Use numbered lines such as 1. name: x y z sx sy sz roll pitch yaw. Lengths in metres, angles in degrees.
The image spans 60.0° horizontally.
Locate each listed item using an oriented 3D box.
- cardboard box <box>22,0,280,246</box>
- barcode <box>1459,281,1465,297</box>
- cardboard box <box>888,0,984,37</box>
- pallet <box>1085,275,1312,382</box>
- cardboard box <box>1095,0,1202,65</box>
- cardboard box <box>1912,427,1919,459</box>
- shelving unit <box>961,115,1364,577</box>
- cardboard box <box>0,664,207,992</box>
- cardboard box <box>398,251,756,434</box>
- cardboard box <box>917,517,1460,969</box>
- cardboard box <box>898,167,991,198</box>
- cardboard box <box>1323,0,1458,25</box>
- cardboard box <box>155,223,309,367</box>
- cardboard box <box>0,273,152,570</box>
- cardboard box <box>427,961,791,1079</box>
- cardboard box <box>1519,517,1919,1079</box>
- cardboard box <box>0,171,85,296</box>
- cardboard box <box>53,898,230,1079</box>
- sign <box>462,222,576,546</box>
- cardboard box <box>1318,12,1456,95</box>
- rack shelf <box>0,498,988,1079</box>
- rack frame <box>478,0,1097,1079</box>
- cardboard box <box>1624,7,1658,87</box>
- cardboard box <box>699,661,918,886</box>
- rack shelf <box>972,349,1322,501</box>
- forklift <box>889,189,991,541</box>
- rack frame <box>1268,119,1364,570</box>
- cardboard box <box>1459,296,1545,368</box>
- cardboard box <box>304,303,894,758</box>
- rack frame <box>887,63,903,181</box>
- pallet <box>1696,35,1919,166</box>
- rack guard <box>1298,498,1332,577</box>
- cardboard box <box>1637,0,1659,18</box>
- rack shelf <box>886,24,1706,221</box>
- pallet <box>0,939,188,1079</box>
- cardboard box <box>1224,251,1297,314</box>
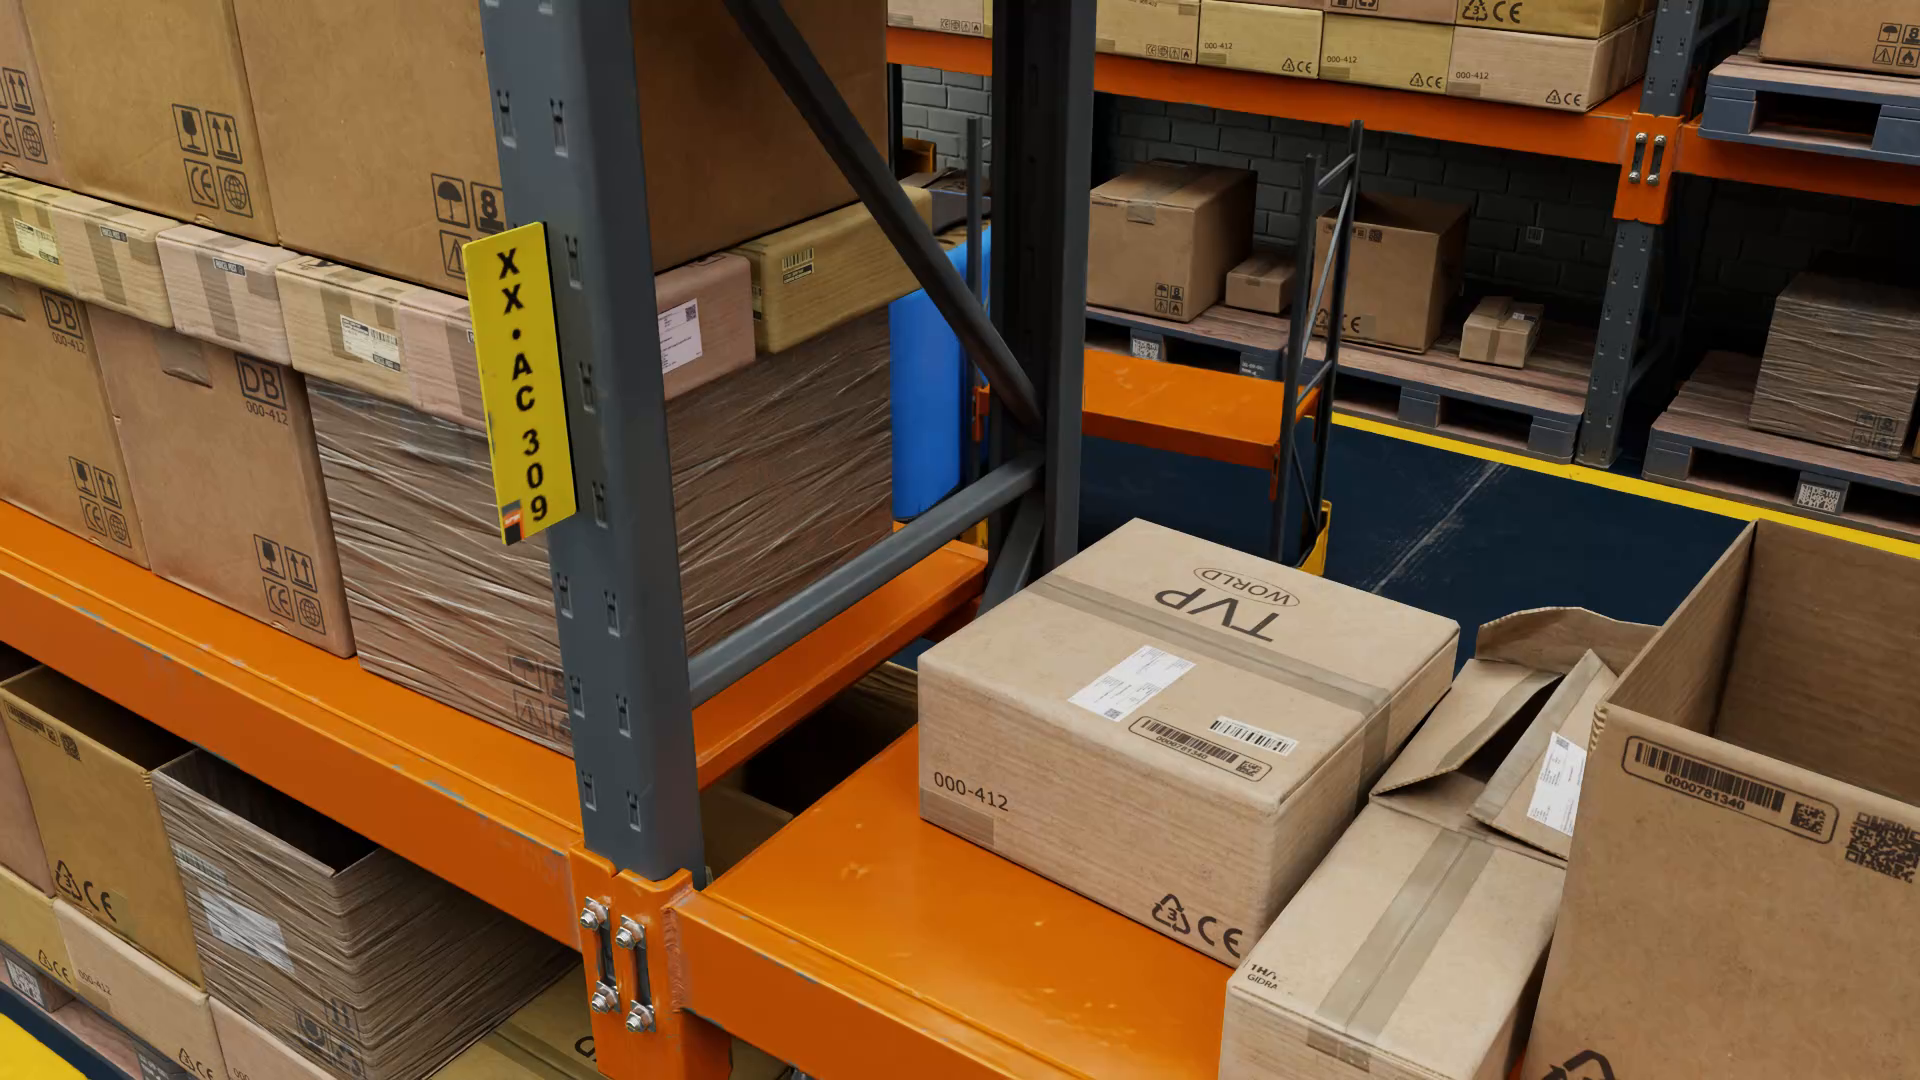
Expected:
1. cardboard box: -0.923 -0.807 2.488 0.500 0.500 0.700 17 32 30
2. barcode: 2.134 -1.084 7.153 0.075 0.075 0.001 17 32 30
3. cardboard box: 0.026 -2.394 7.289 0.500 0.250 0.500 16 31 29
4. pallet: 1.081 -1.026 7.533 1.213 0.211 1.003 17 32 30
5. cardboard box: 0.858 -2.130 6.771 0.500 0.250 0.500 18 32 31
6. cardboard box: 3.735 -0.582 5.857 0.500 0.500 0.700 17 31 29
7. shelving unit: 0.608 -0.561 5.198 1.083 1.500 0.587 13 30 24
8. cardboard box: -1.463 0.464 3.274 0.500 0.500 0.500 17 32 30
9. cardboard box: -0.482 -0.267 2.142 0.250 0.149 0.380 17 32 30
10. cardboard box: 0.294 0.234 2.149 0.500 0.250 0.500 20 33 33
11. cardboard box: -0.113 -1.610 8.086 0.500 0.311 0.500 14 30 25
12. cardboard box: 1.685 -2.204 6.091 0.500 0.500 0.500 17 32 30
13. cardboard box: -0.902 -0.397 2.398 0.250 0.149 0.380 16 31 29
14. cardboard box: -1.356 -0.363 3.046 0.500 0.500 0.700 18 32 31
15. cardboard box: -0.643 1.058 2.933 0.500 0.250 0.500 17 32 30
16. cardboard box: 0.921 0.351 1.644 0.500 0.500 0.500 20 33 34
17. cardboard box: -1.320 -0.529 2.656 0.250 0.149 0.380 17 32 30
18. cardboard box: -1.470 0.803 3.434 0.500 0.250 0.500 17 32 30
19. sign: -0.450 -0.157 1.709 0.005 0.325 0.100 17 32 30
20. cardboard box: 1.697 -1.878 6.276 0.500 0.250 0.500 17 32 31
21. rack shelf: -1.785 -0.136 3.504 4.000 0.370 1.077 17 32 30
22. rack frame: -0.135 0.055 2.334 0.053 2.616 0.949 17 32 30
23. cardboard box: 2.399 -1.939 6.397 0.500 0.250 0.500 18 32 31
24. cardboard box: -0.342 0.525 3.154 0.500 0.500 0.500 17 32 30
25. rack shelf: 0.600 -0.402 5.283 1.000 0.185 0.538 13 30 24
26. forklift: -1.263 -1.593 5.649 3.031 2.935 1.130 13 30 24
27. rack frame: 1.054 -0.459 4.998 0.032 1.500 0.500 13 30 24
28. cardboard box: 2.207 -0.856 6.763 0.250 0.166 0.380 13 30 24
29. cardboard box: -0.506 -0.100 2.528 0.500 0.500 0.700 16 31 29
30. rack frame: -0.632 -2.823 7.991 0.127 3.000 1.000 17 32 30
31. pallet: 3.212 -1.460 5.524 1.213 0.211 1.003 17 32 30
32. rack guard: 1.053 0.098 5.282 0.087 0.250 0.587 13 30 24
33. cardboard box: 2.396 -2.271 6.223 0.500 0.500 0.500 16 31 29
34. rack shelf: 1.016 -1.989 7.145 4.000 0.370 1.077 17 32 30
35. pallet: -1.778 0.766 4.011 1.213 0.211 1.003 17 32 30
36. cardboard box: 1.358 -1.140 7.341 0.250 0.149 0.380 15 30 26
